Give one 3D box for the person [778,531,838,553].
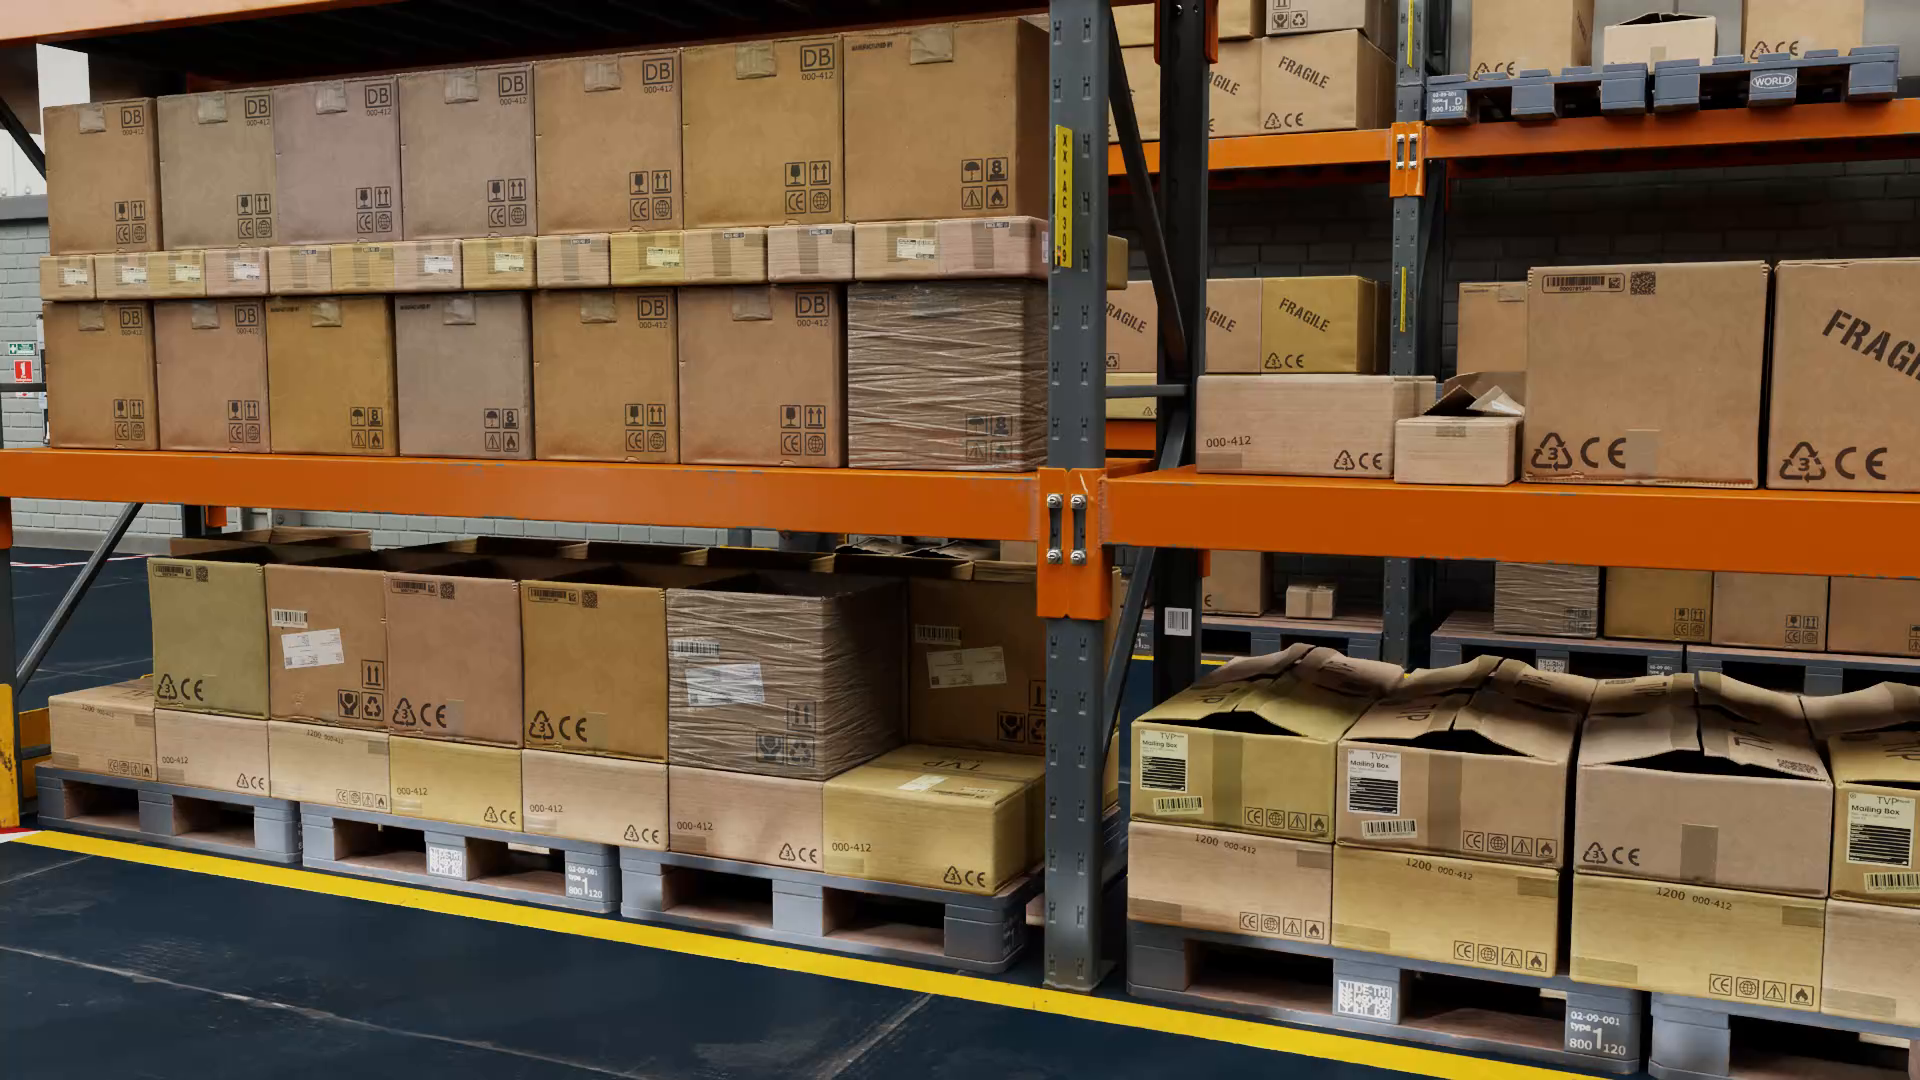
[{"bbox_3d":[-0.845,-0.165,8.998,0.392,1.654,0.512,2,6,23],"label":"person"}]
